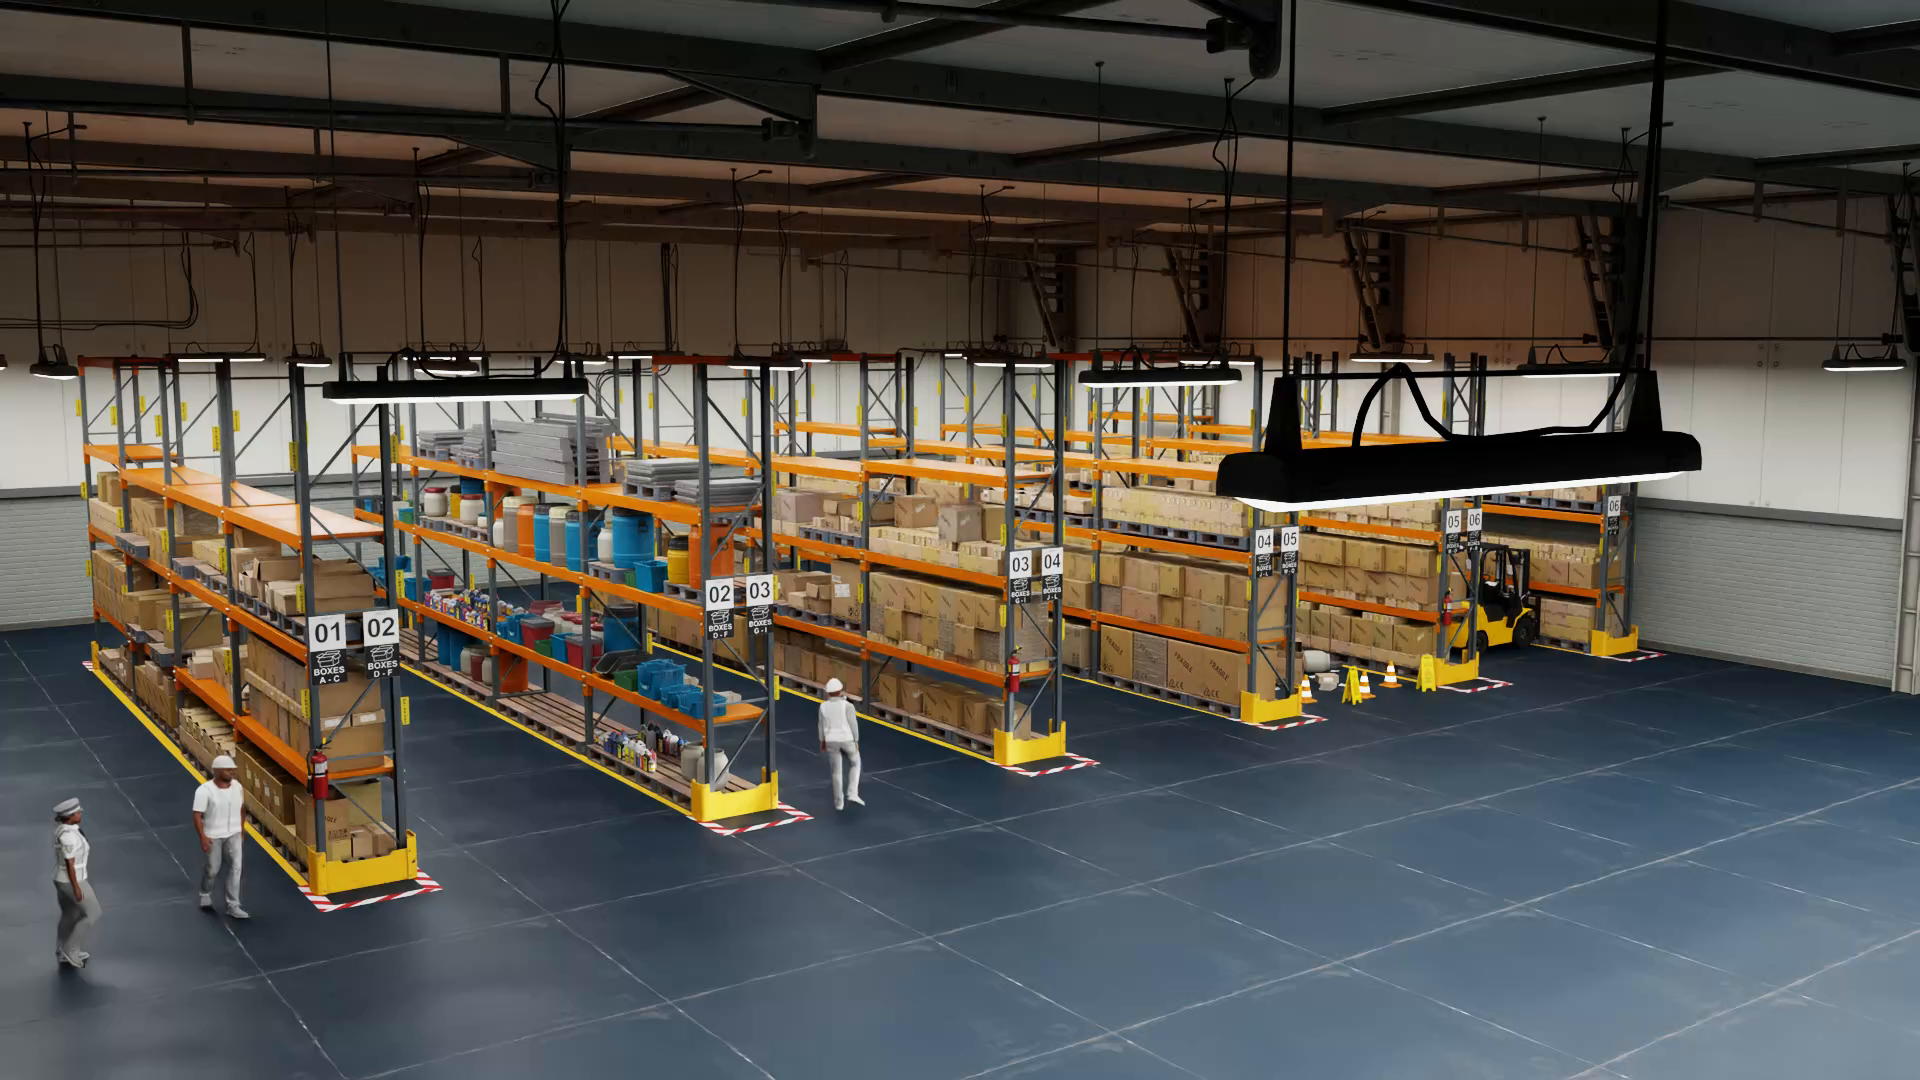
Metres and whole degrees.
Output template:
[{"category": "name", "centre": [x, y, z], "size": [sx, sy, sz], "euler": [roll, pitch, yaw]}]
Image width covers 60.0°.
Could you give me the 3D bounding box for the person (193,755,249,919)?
[{"category": "person", "centre": [-8.123, 3.258, 18.369], "size": [0.835, 1.739, 0.678], "euler": [5, 8, 33]}]

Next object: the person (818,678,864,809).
[{"category": "person", "centre": [-1.616, 2.736, 22.451], "size": [0.621, 1.760, 0.517], "euler": [1, 7, 5]}]

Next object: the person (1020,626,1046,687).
[{"category": "person", "centre": [1.269, 1.848, 30.150], "size": [0.697, 1.690, 0.602], "euler": [-4, 8, -27]}]

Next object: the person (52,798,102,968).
[{"category": "person", "centre": [-8.966, 3.457, 16.840], "size": [0.408, 1.701, 0.482], "euler": [-5, 8, -34]}]
